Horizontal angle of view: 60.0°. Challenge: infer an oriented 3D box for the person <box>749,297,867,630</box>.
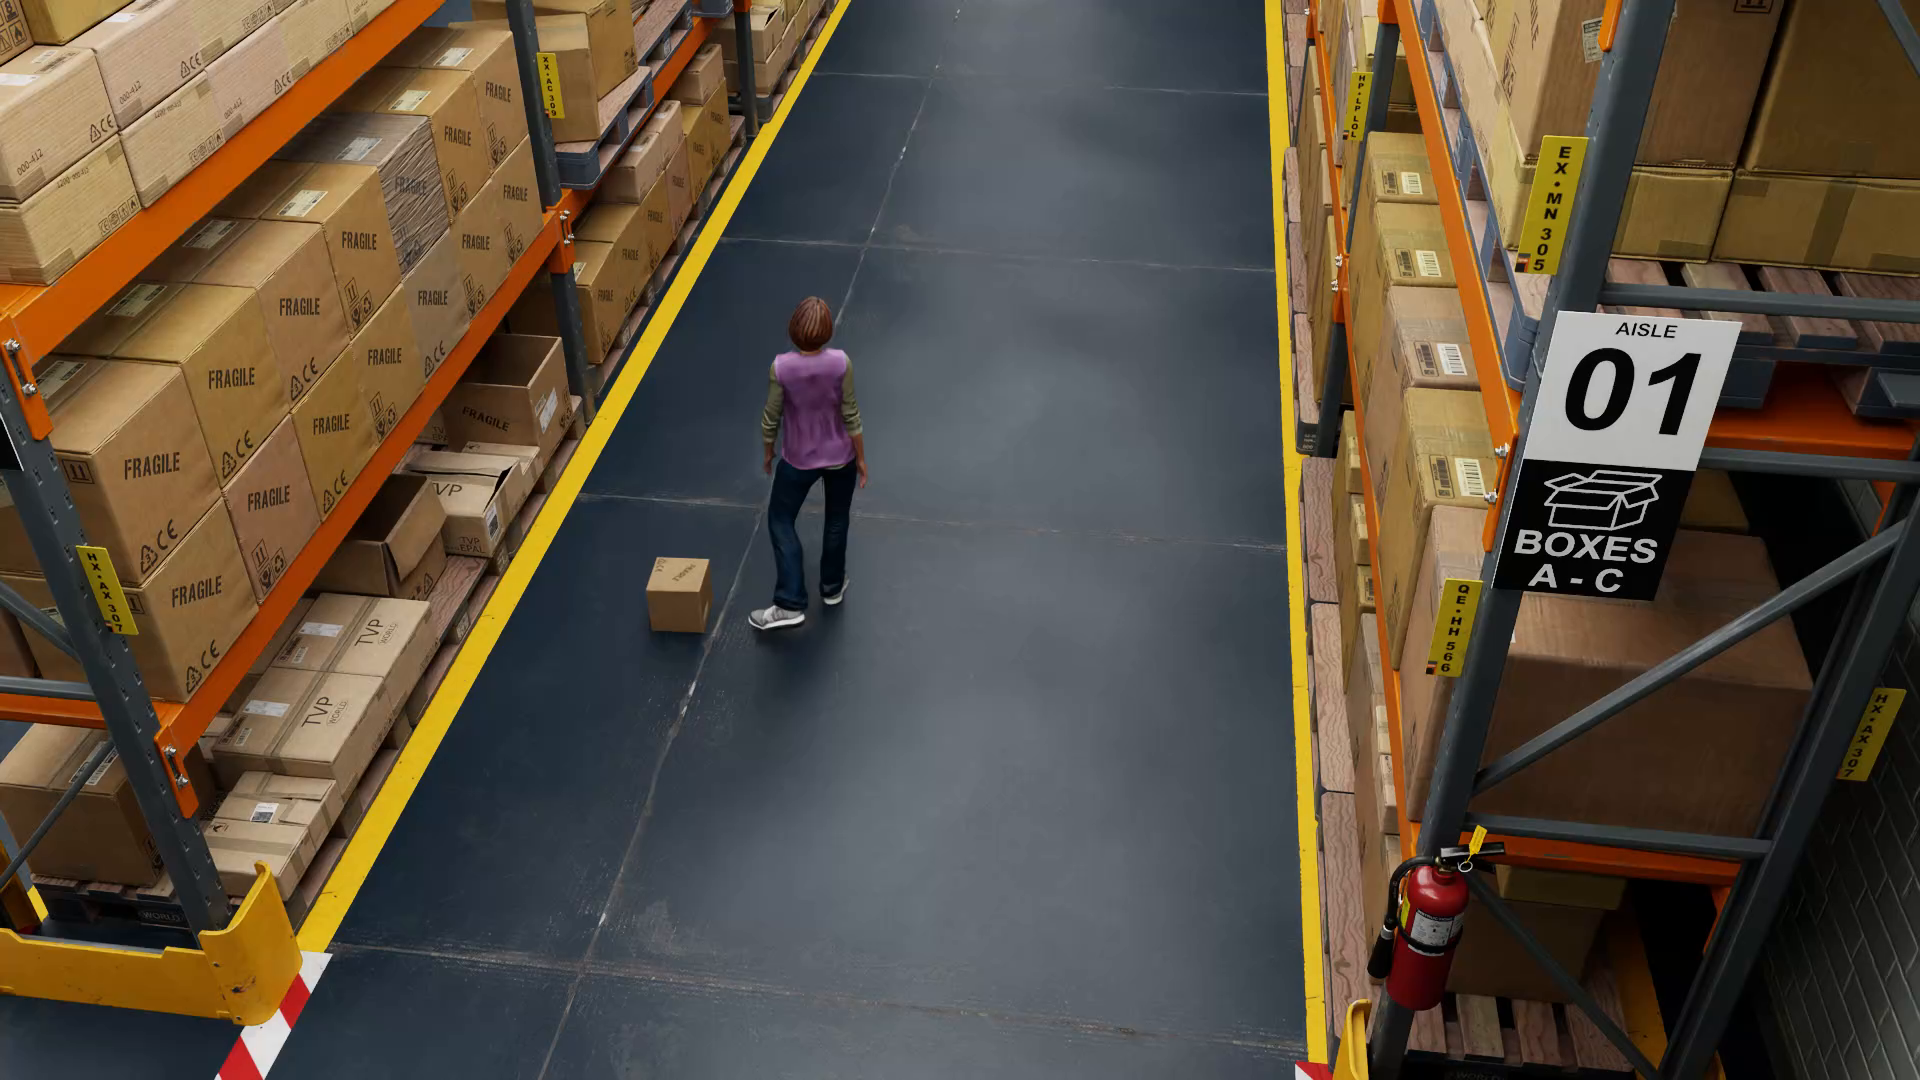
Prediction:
[{"bbox_3d":[-0.721,-0.324,7.480,0.602,1.587,0.467,-8,37,-11],"label":"person"}]
